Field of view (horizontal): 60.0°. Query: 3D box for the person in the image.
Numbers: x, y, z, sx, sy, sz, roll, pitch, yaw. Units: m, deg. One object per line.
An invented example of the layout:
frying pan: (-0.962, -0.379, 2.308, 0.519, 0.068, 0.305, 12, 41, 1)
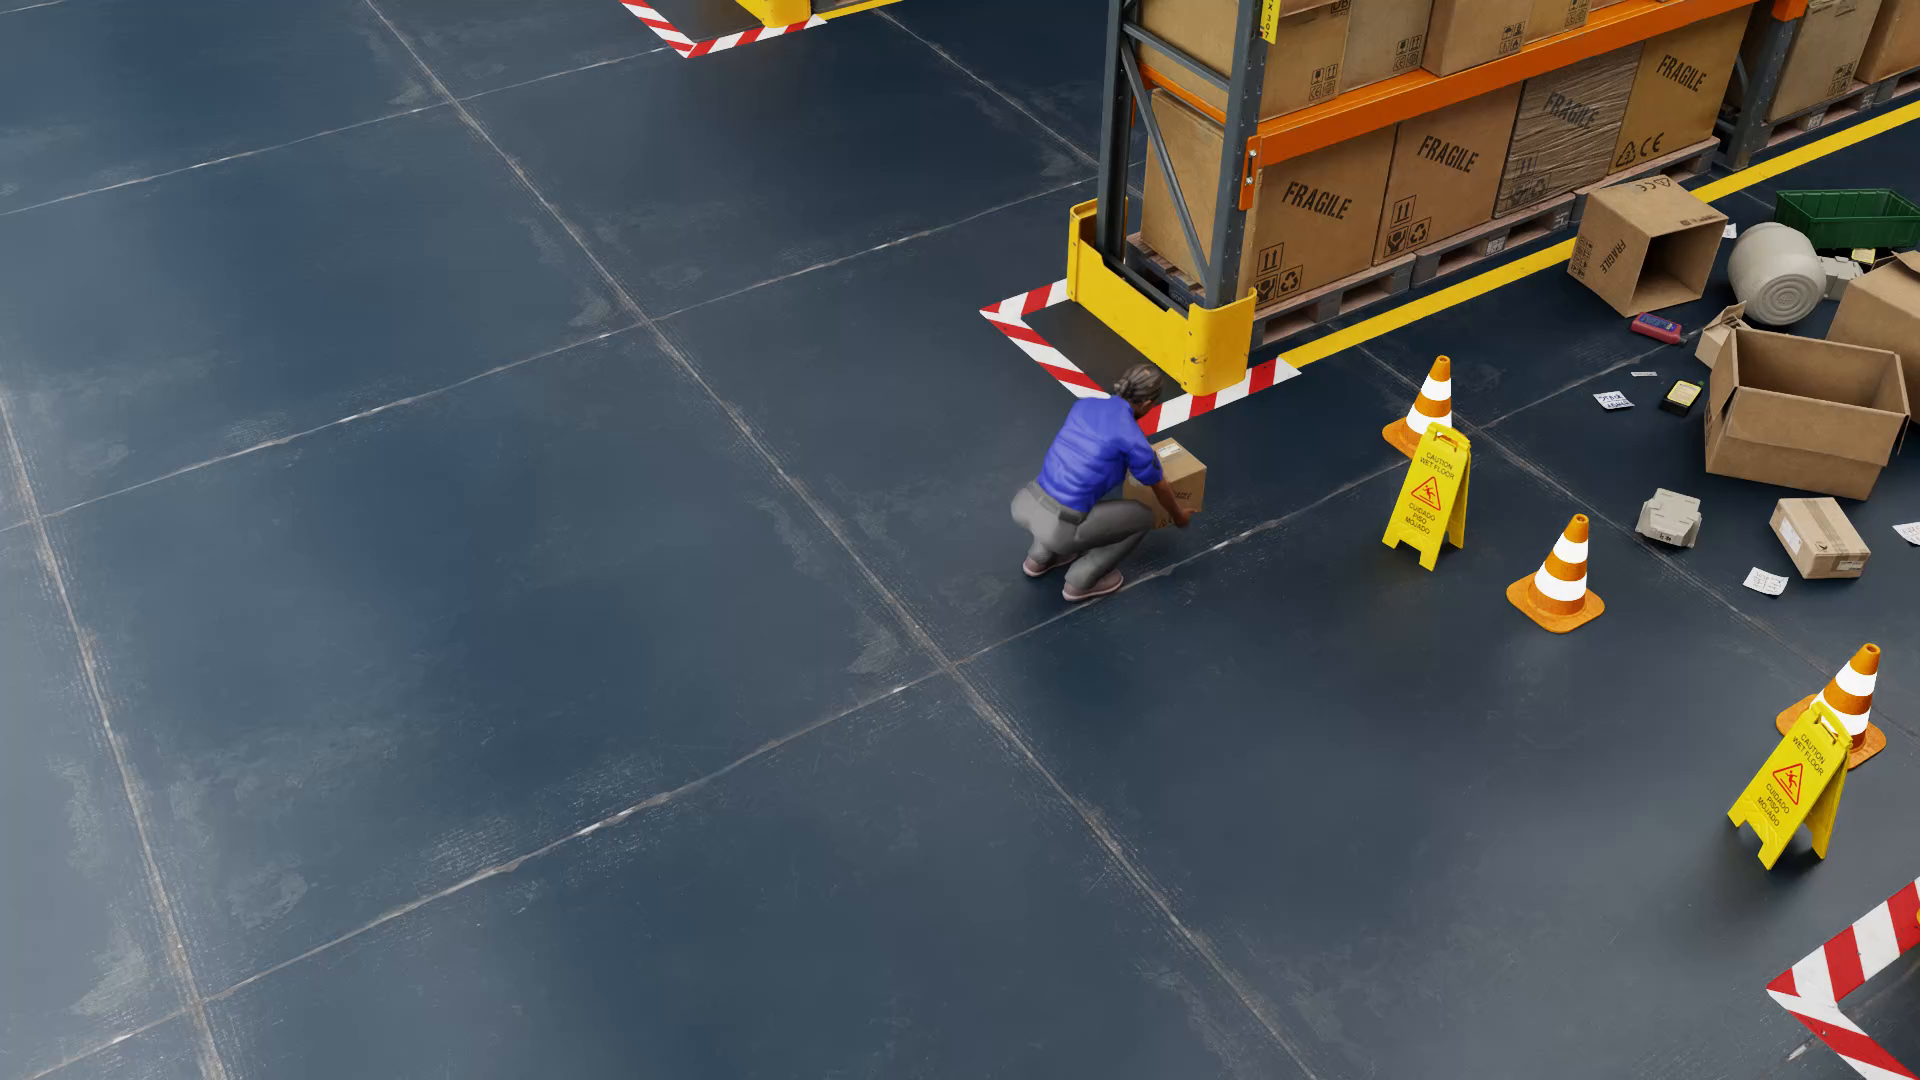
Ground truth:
person: (0.504, -0.165, 6.977, 0.618, 0.855, 0.455, -24, 46, -25)
